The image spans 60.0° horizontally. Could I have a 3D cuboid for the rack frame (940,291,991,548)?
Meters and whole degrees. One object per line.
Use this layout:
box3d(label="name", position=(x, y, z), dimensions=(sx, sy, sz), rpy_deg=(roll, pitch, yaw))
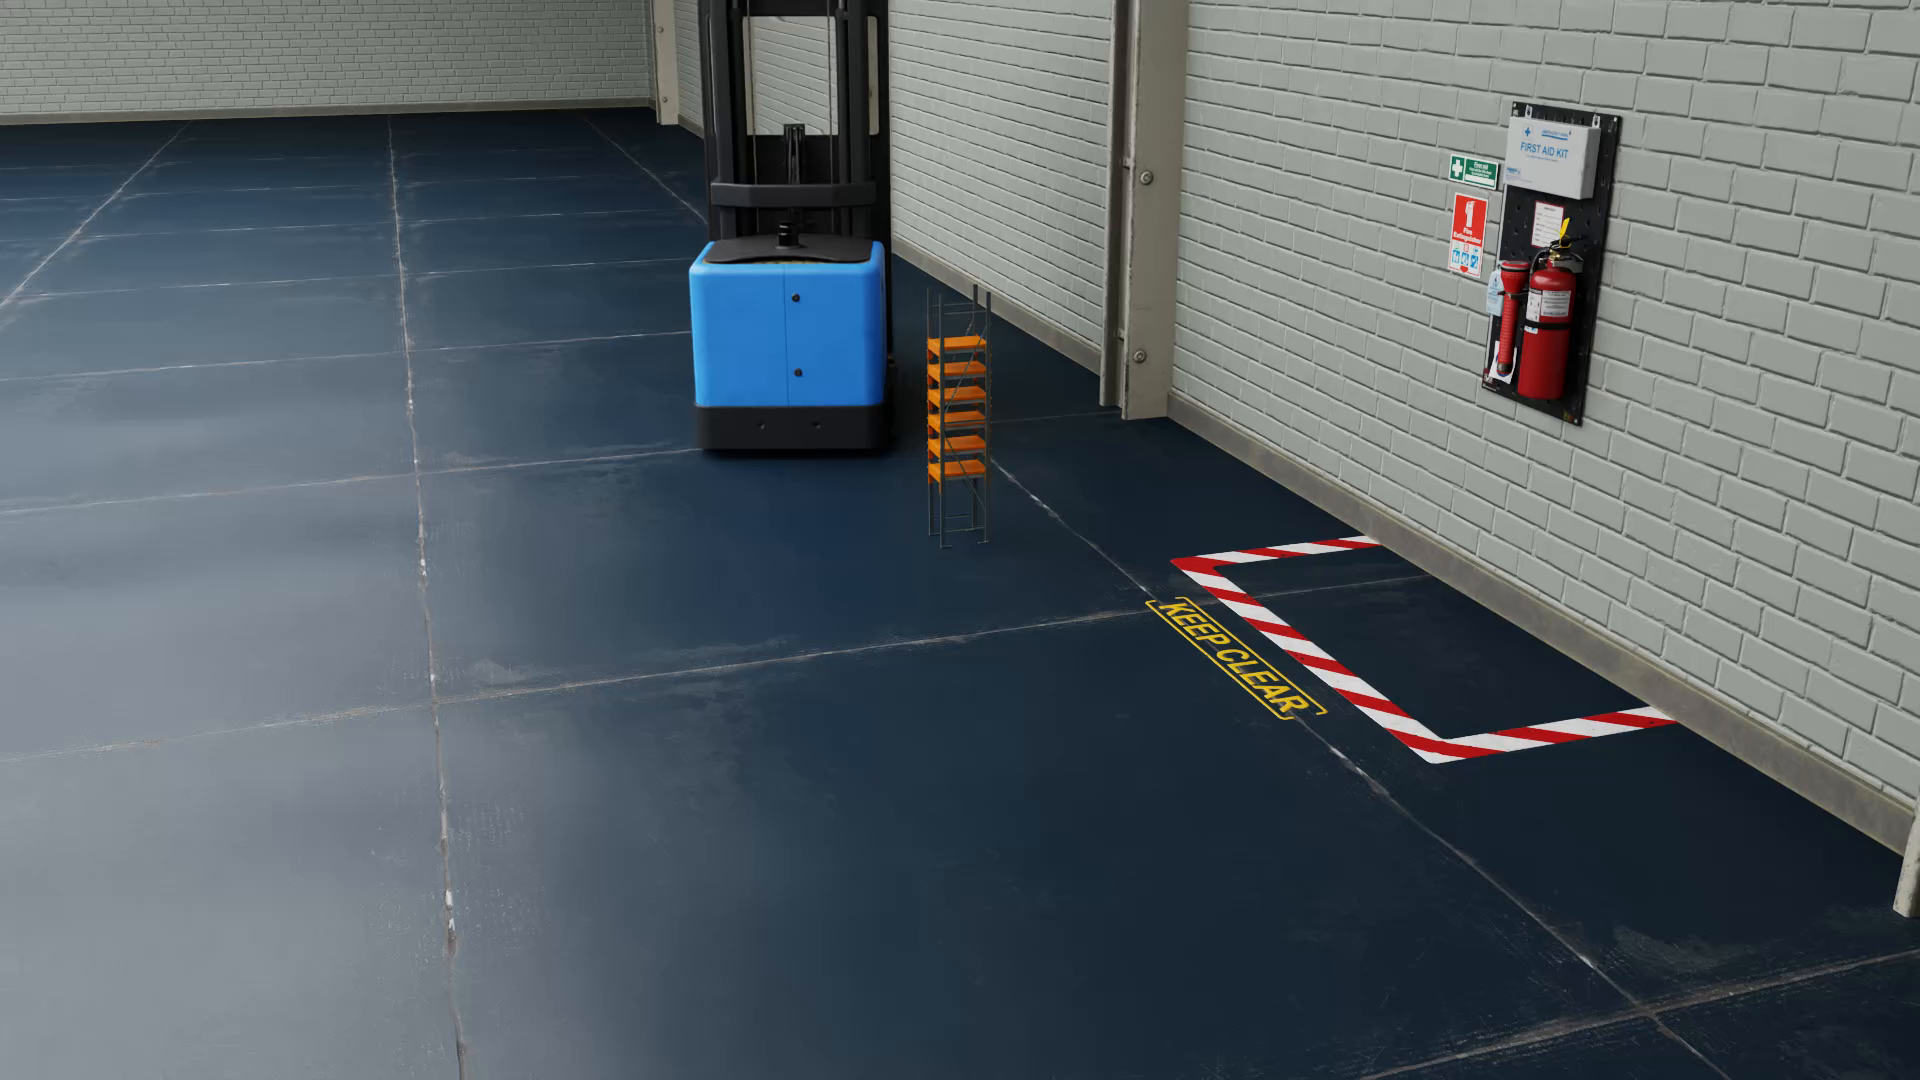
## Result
box3d(label="rack frame", position=(0.024, -0.540, 7.645), dimensions=(0.240, 1.200, 0.006), rpy_deg=(-6, 21, -17))

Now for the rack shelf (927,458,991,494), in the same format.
box3d(label="rack shelf", position=(-0.005, -0.302, 7.823), dimensions=(0.258, 0.103, 0.180), rpy_deg=(-6, 21, -17))

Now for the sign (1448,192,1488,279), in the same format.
box3d(label="sign", position=(2.136, -1.283, 6.999), dimensions=(0.001, 0.329, 0.234), rpy_deg=(-6, 21, -17))

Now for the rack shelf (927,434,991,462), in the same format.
box3d(label="rack shelf", position=(-0.005, -0.415, 7.782), dimensions=(0.258, 0.103, 0.180), rpy_deg=(-6, 21, -17))

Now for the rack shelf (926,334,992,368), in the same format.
box3d(label="rack shelf", position=(-0.005, -0.866, 7.620), dimensions=(0.258, 0.103, 0.180), rpy_deg=(-6, 21, -17))

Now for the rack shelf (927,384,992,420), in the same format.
box3d(label="rack shelf", position=(-0.005, -0.640, 7.701), dimensions=(0.258, 0.103, 0.180), rpy_deg=(-6, 21, -17))

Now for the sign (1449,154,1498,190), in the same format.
box3d(label="sign", position=(2.129, -1.530, 6.902), dimensions=(0.001, 0.109, 0.331), rpy_deg=(-6, 21, -17))

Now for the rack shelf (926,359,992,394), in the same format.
box3d(label="rack shelf", position=(-0.005, -0.753, 7.660), dimensions=(0.258, 0.103, 0.180), rpy_deg=(-6, 21, -17))

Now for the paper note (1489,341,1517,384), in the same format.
box3d(label="paper note", position=(2.222, -0.728, 6.808), dimensions=(0.016, 0.148, 0.142), rpy_deg=(-6, 21, -17))

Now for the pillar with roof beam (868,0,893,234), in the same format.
box3d(label="pillar with roof beam", position=(-4.906, -6.498, 12.695), dimensions=(9.100, 9.000, 0.400), rpy_deg=(-6, 21, -17))

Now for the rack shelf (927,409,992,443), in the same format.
box3d(label="rack shelf", position=(-0.005, -0.528, 7.742), dimensions=(0.258, 0.103, 0.180), rpy_deg=(-6, 21, -17))

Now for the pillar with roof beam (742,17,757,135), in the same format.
box3d(label="pillar with roof beam", position=(-6.792, -8.423, 18.055), dimensions=(9.100, 9.000, 0.400), rpy_deg=(-6, 21, -17))

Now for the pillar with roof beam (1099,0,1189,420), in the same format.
box3d(label="pillar with roof beam", position=(-3.020, -4.572, 7.334), dimensions=(9.100, 9.000, 0.400), rpy_deg=(-6, 21, -17))

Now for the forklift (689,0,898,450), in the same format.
box3d(label="forklift", position=(-0.959, -2.320, 10.038), dimensions=(1.130, 2.935, 3.031), rpy_deg=(0, 20, -1))

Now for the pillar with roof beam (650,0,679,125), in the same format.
box3d(label="pillar with roof beam", position=(-8.678, -10.349, 23.416), dimensions=(9.100, 9.000, 0.400), rpy_deg=(-6, 21, -17))

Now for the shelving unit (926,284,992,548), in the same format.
box3d(label="shelving unit", position=(-0.005, -0.569, 7.727), dimensions=(0.258, 1.200, 0.189), rpy_deg=(-6, 21, -17))

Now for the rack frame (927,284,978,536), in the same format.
box3d(label="rack frame", position=(-0.033, -0.599, 7.808), dimensions=(0.240, 1.200, 0.006), rpy_deg=(-6, 21, -17))

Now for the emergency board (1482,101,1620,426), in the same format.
box3d(label="emergency board", position=(2.212, -1.078, 6.480), dimensions=(0.194, 1.169, 0.643), rpy_deg=(-6, 21, -17))
